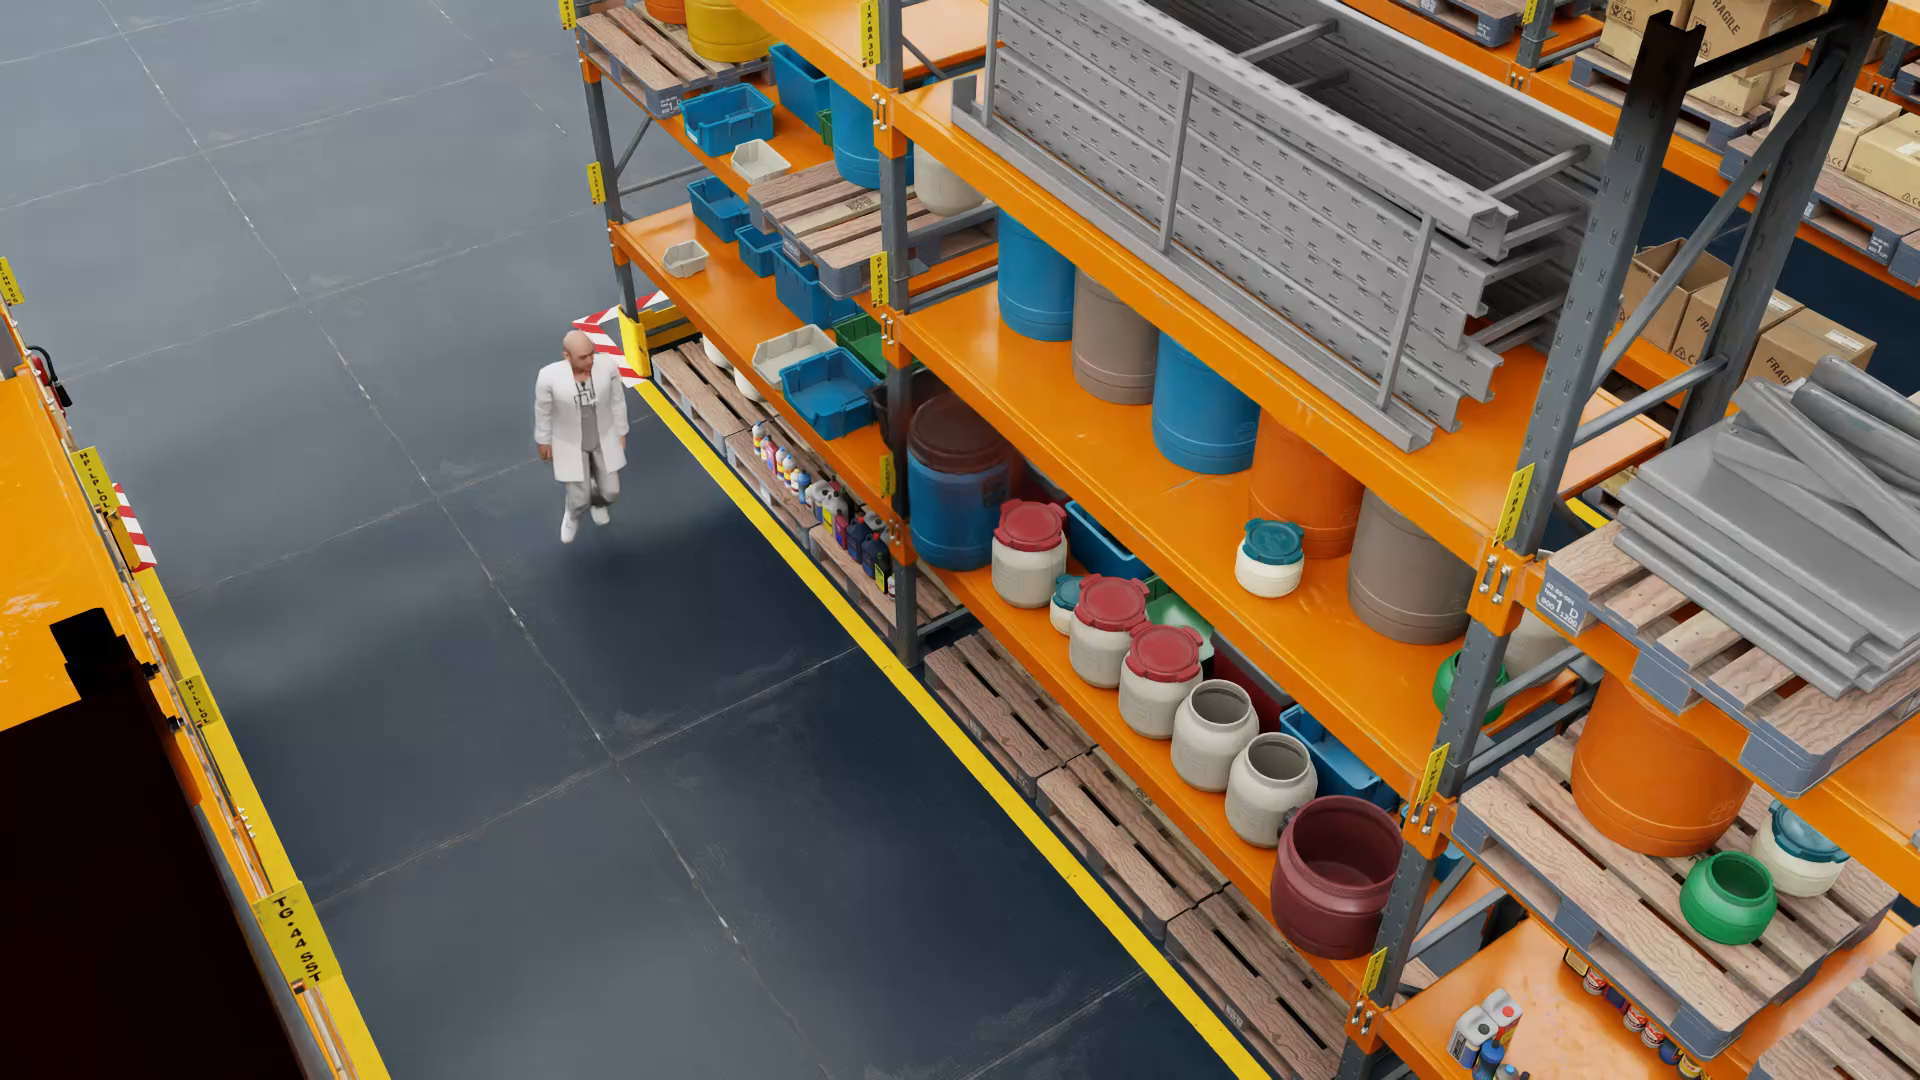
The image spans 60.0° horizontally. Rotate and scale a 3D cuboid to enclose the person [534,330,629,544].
[{"bbox_3d":[-2.473,-0.676,11.001,0.615,1.707,0.515,-21,47,-21],"label":"person"}]
